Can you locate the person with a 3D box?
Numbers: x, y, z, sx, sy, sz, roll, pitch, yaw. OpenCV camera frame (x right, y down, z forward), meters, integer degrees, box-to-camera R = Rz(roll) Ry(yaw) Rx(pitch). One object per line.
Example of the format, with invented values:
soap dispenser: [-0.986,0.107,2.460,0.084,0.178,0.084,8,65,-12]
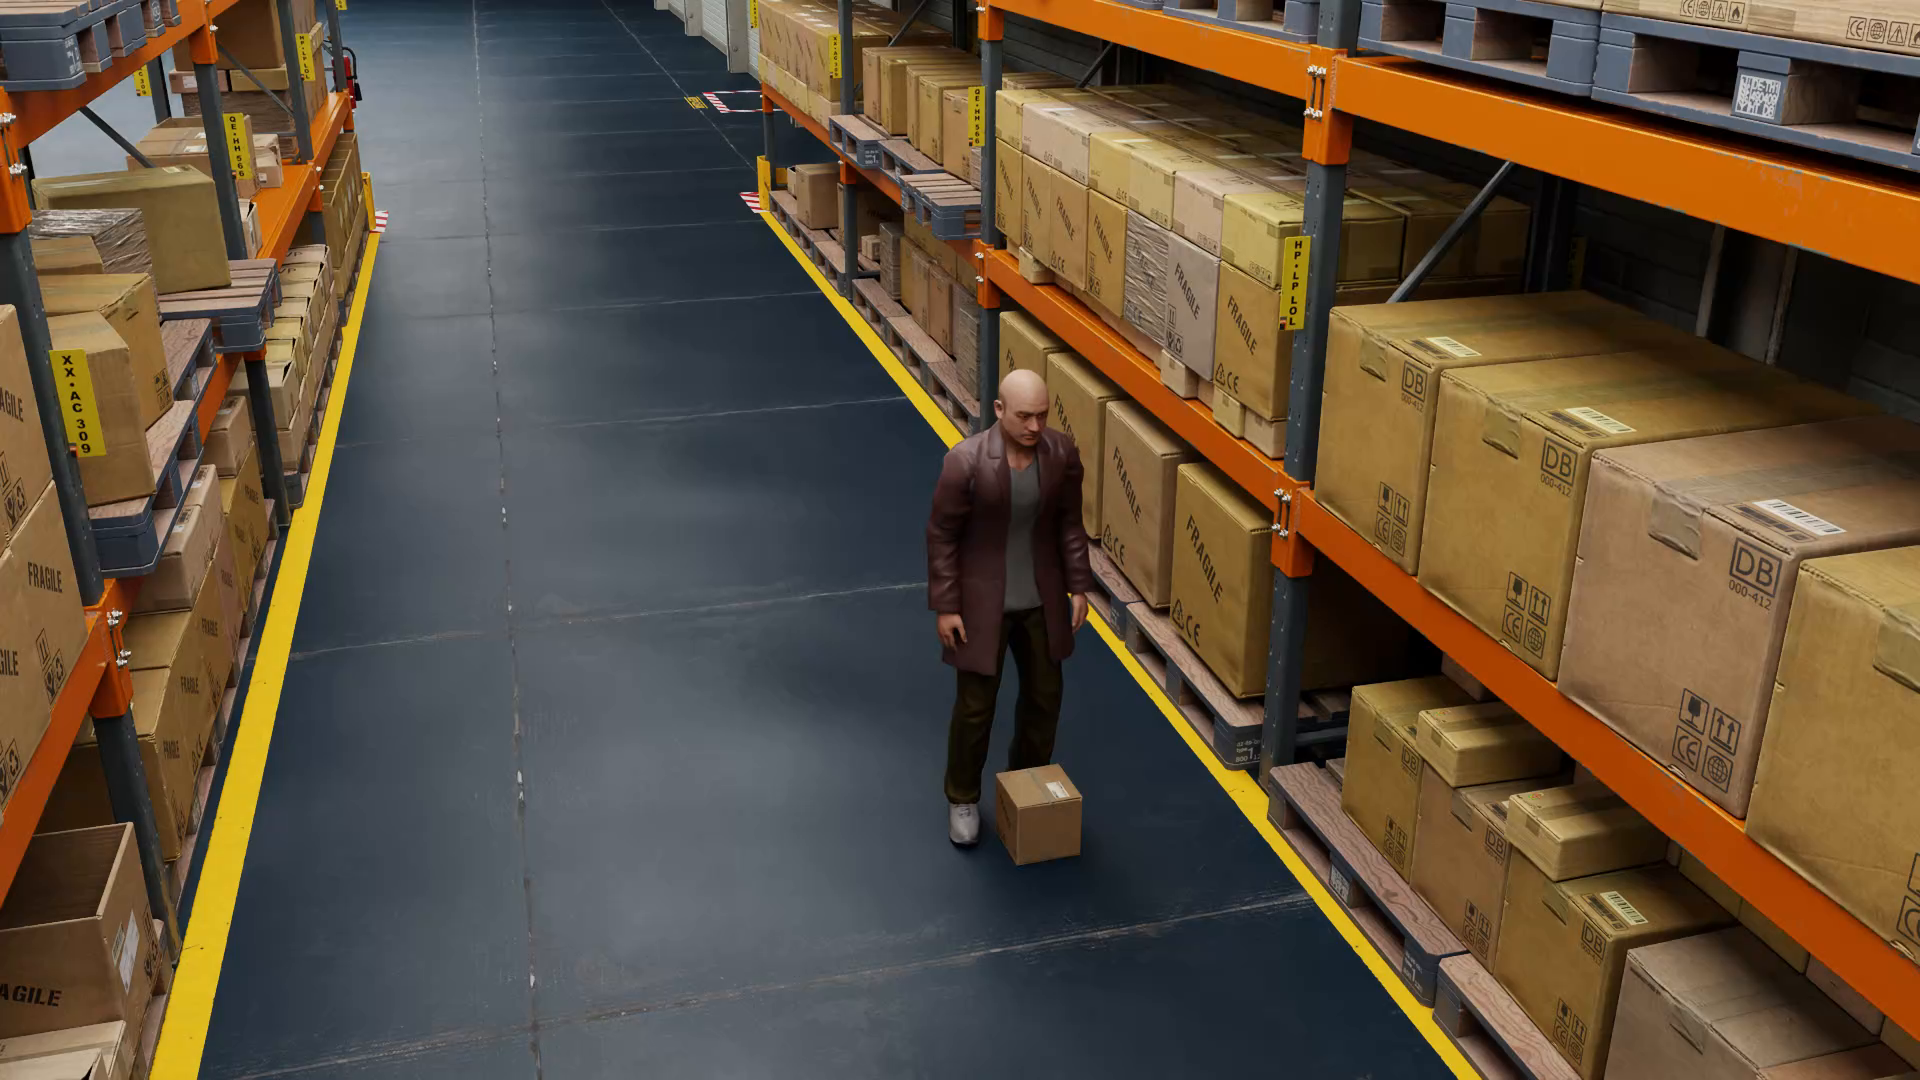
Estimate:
person: [0.186,0.225,6.073,0.642,1.774,0.425,-8,24,-19]
